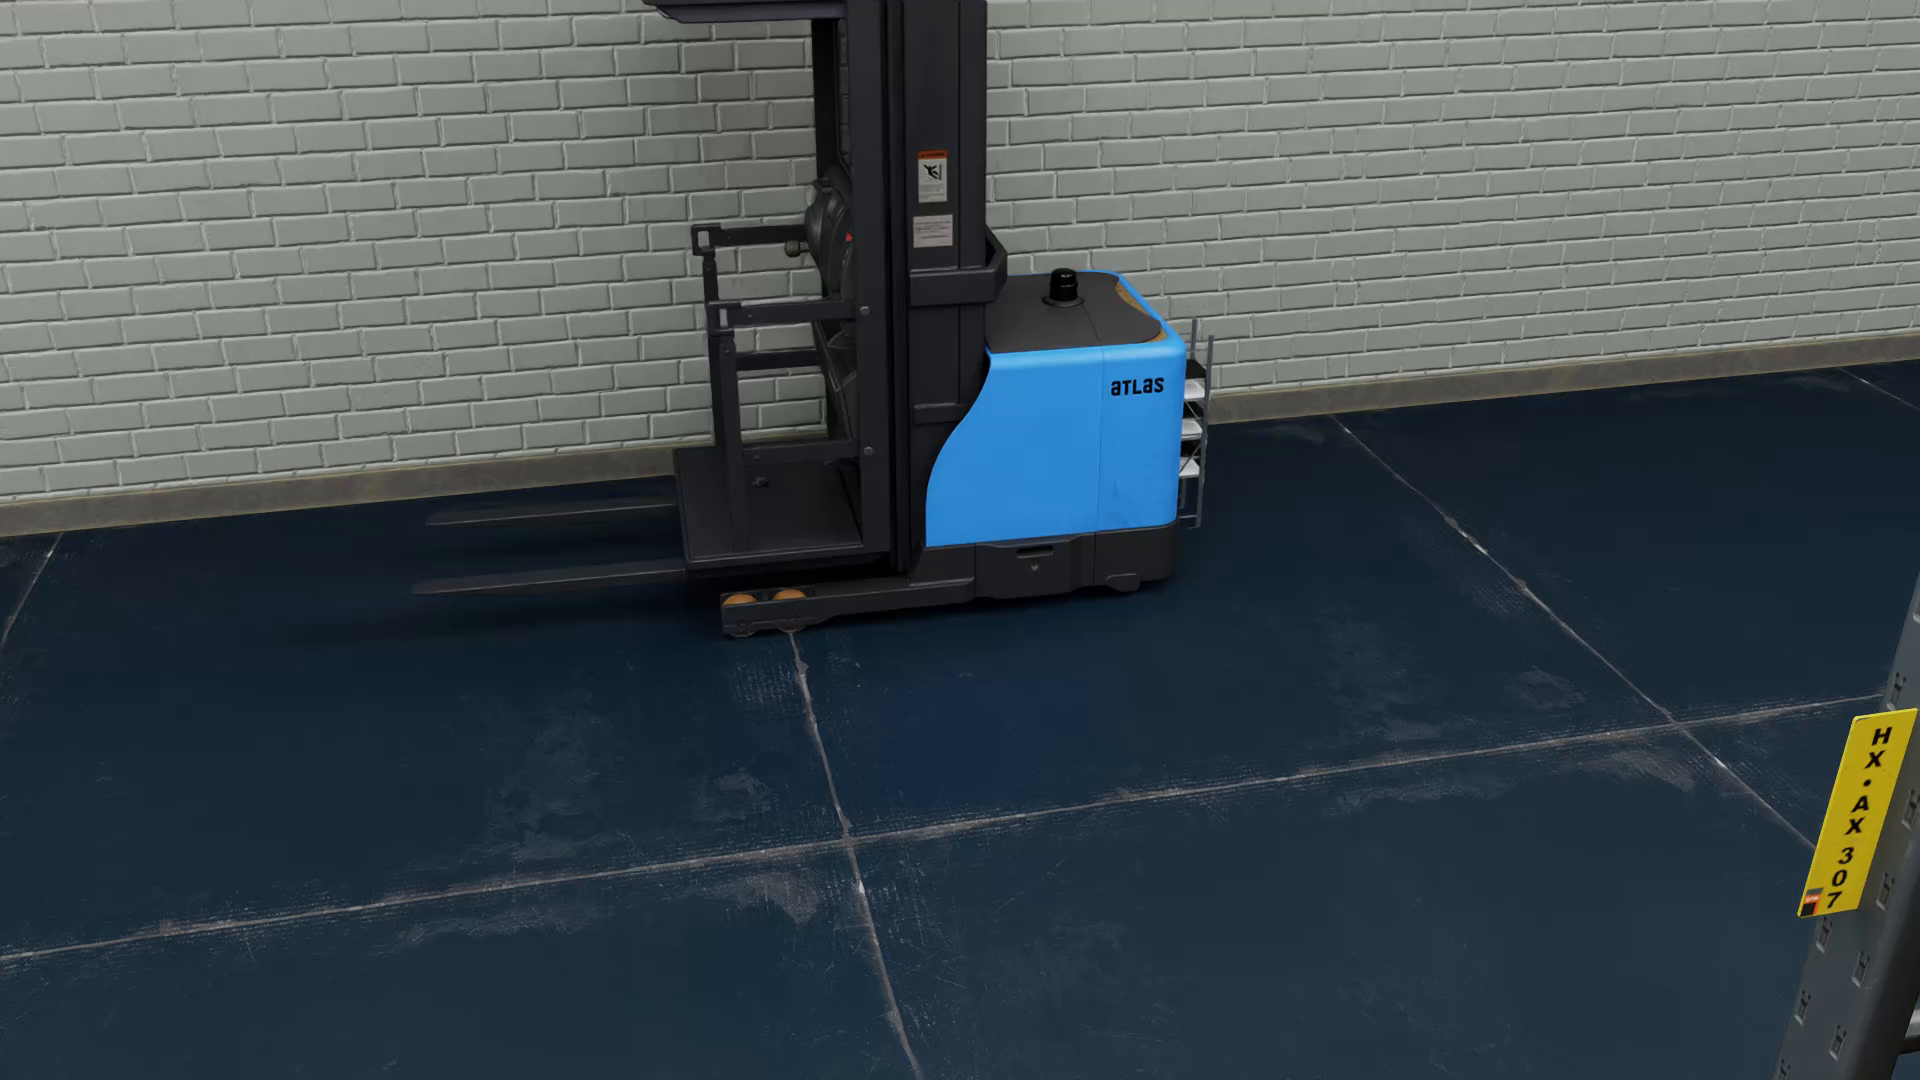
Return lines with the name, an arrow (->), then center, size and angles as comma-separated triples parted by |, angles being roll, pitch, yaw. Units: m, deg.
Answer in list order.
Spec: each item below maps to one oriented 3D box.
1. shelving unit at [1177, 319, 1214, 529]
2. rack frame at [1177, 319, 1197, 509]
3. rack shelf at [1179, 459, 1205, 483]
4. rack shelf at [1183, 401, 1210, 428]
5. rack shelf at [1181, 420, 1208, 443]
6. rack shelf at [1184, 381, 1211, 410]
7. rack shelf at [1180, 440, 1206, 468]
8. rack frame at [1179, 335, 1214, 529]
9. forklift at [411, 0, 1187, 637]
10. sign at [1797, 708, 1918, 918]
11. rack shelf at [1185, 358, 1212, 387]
shelving unit -> 0.922, -0.489, 7.220 | 0.258, 0.900, 0.210 | -6, 27, -11
rack frame -> 0.899, -0.534, 7.309 | 0.240, 0.900, 0.006 | -6, 27, -11
rack shelf -> 0.922, -0.299, 7.317 | 0.258, 0.077, 0.200 | -6, 27, -11
rack shelf -> 0.922, -0.540, 7.195 | 0.258, 0.077, 0.200 | -6, 27, -11
rack shelf -> 0.922, -0.459, 7.235 | 0.258, 0.077, 0.200 | -6, 27, -11
rack shelf -> 0.922, -0.620, 7.154 | 0.258, 0.077, 0.200 | -6, 27, -11
rack shelf -> 0.922, -0.379, 7.276 | 0.258, 0.077, 0.200 | -6, 27, -11
rack frame -> 0.944, -0.444, 7.132 | 0.240, 0.900, 0.006 | -6, 27, -11
forklift -> -0.677, -1.188, 6.351 | 3.031, 2.935, 1.130 | -5, 27, -10
sign -> 1.203, 0.370, 2.228 | 0.100, 0.325, 0.005 | -6, 27, -12
rack shelf -> 0.922, -0.700, 7.114 | 0.258, 0.077, 0.200 | -6, 27, -11
